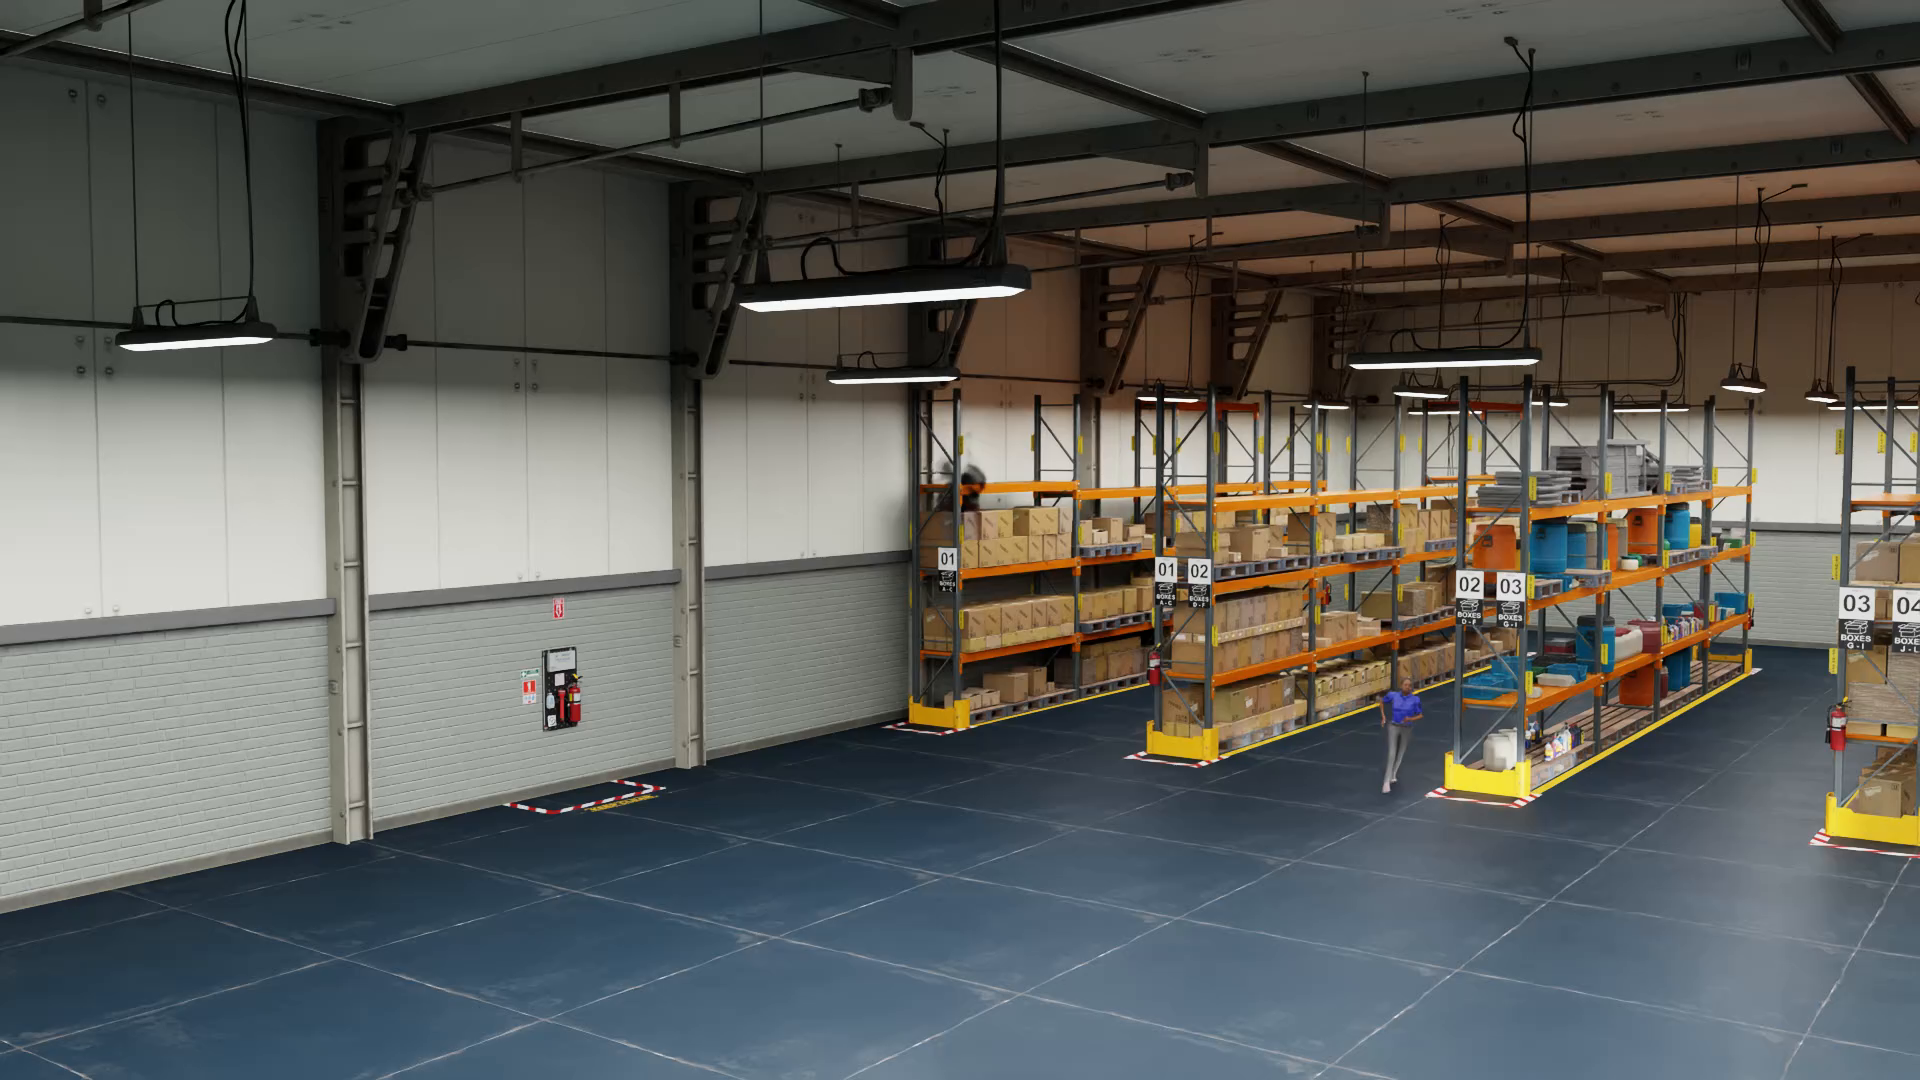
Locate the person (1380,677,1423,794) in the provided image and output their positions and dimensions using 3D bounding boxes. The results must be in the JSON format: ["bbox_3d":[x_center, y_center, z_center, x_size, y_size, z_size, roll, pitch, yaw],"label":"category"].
[{"bbox_3d":[6.426,2.818,24.228,0.593,1.683,0.801,0,3,8],"label":"person"}]
